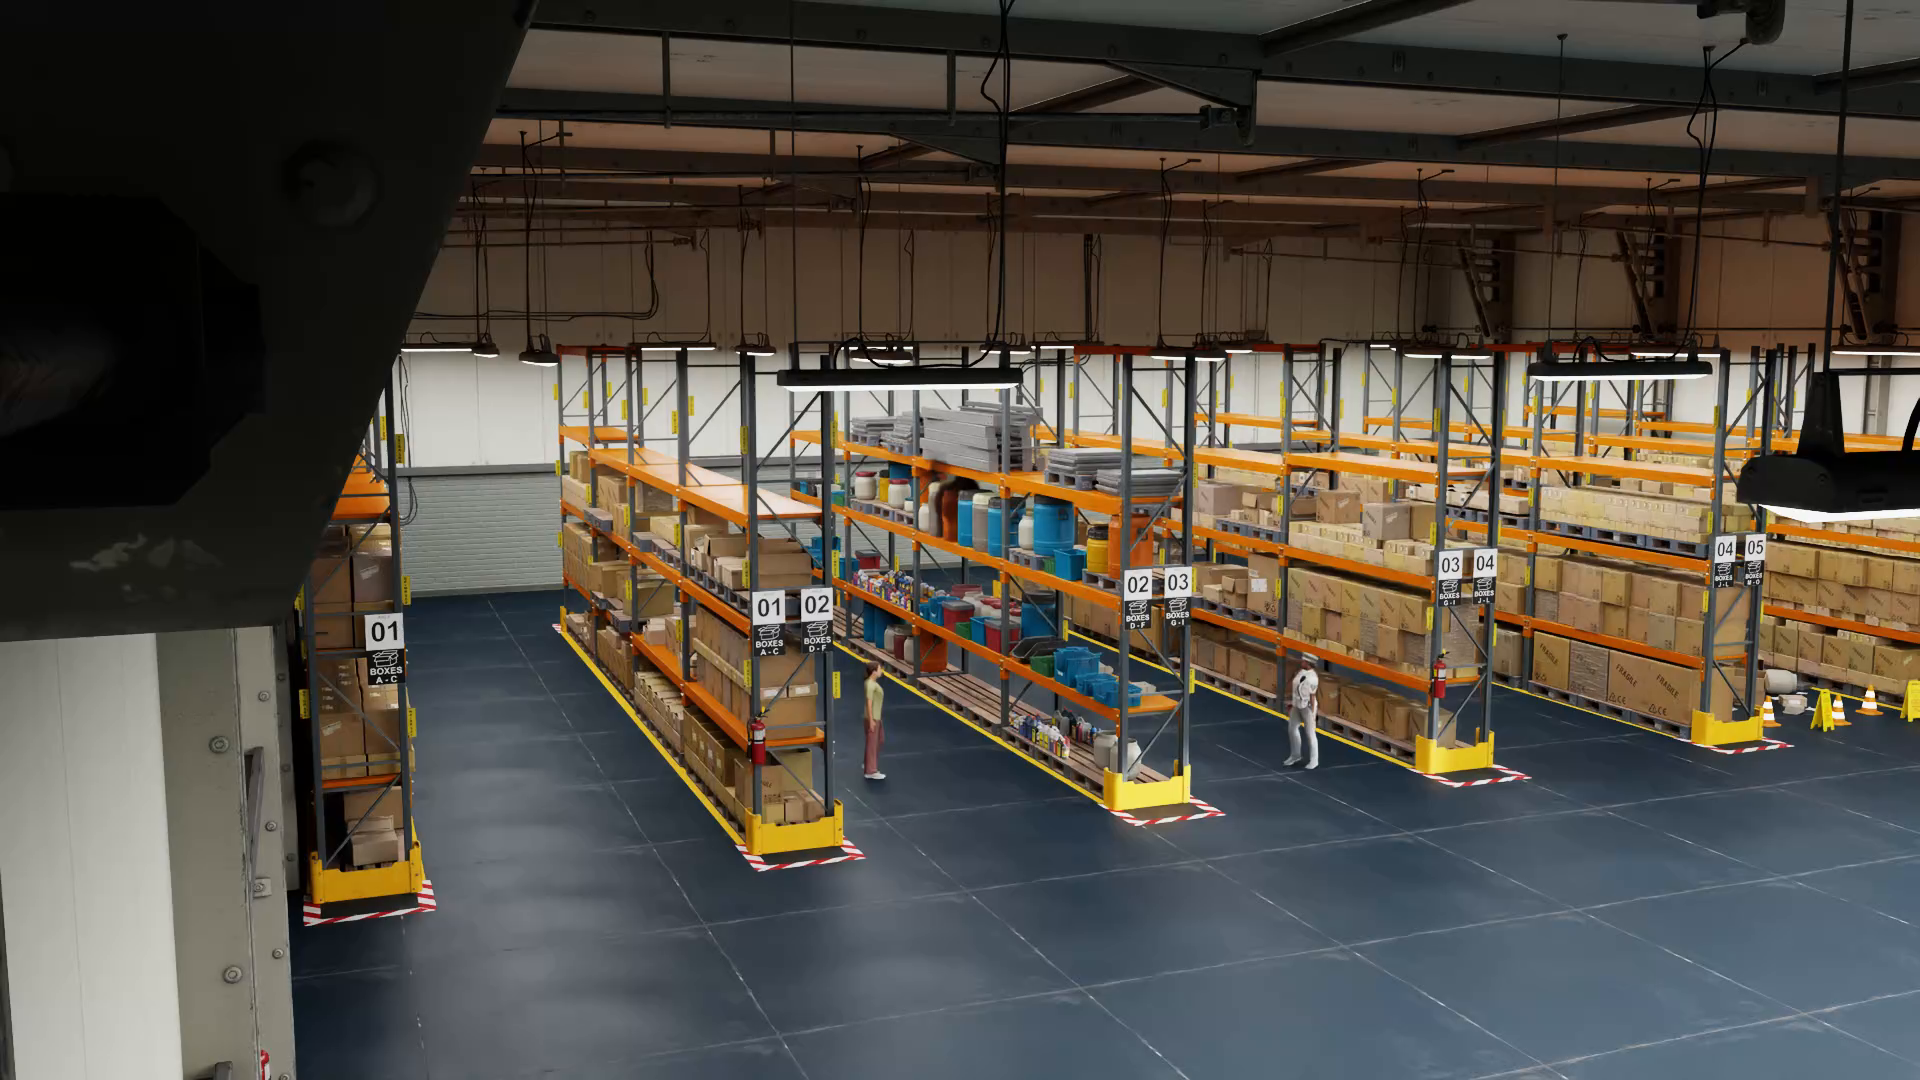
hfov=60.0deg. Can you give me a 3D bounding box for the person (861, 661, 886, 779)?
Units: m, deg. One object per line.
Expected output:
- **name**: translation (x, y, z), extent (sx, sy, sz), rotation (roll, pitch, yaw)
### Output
- **person**: translation (-1.230, 2.547, 23.492), extent (0.355, 1.704, 0.539), rotation (0, 7, -2)

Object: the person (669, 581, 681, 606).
- **person**: translation (-6.731, 0.747, 37.830), extent (0.760, 1.555, 0.465), rotation (-1, 7, -9)

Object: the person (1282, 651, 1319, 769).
- **person**: translation (4.938, 2.452, 24.075), extent (0.400, 1.727, 0.620), rotation (-4, 8, -26)
